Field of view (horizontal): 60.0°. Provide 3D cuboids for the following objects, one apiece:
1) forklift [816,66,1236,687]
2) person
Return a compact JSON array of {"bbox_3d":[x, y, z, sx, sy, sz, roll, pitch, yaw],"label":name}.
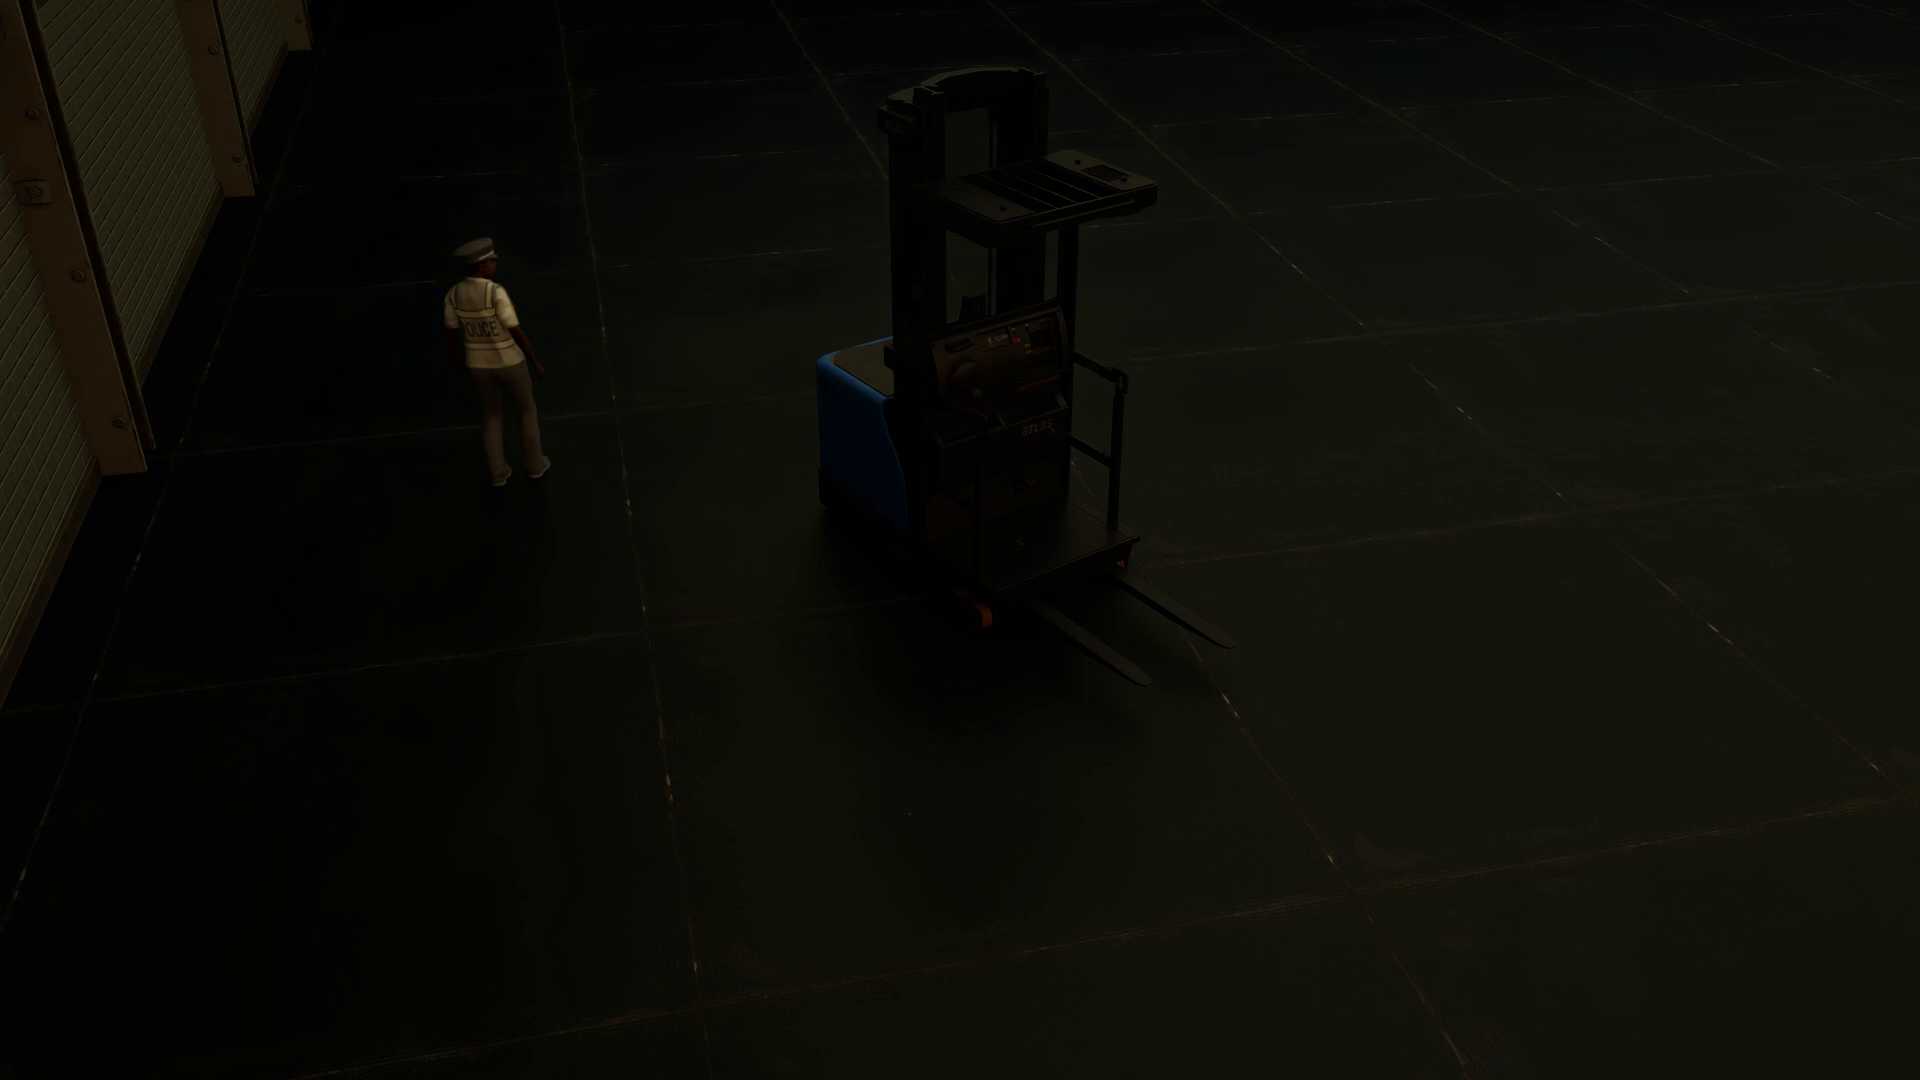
[{"bbox_3d":[0.355,-1.021,9.338,1.130,2.935,3.031,-20,35,-30],"label":"forklift"},{"bbox_3d":[-3.001,-1.162,10.849,0.623,1.665,0.438,3,30,5],"label":"person"}]
